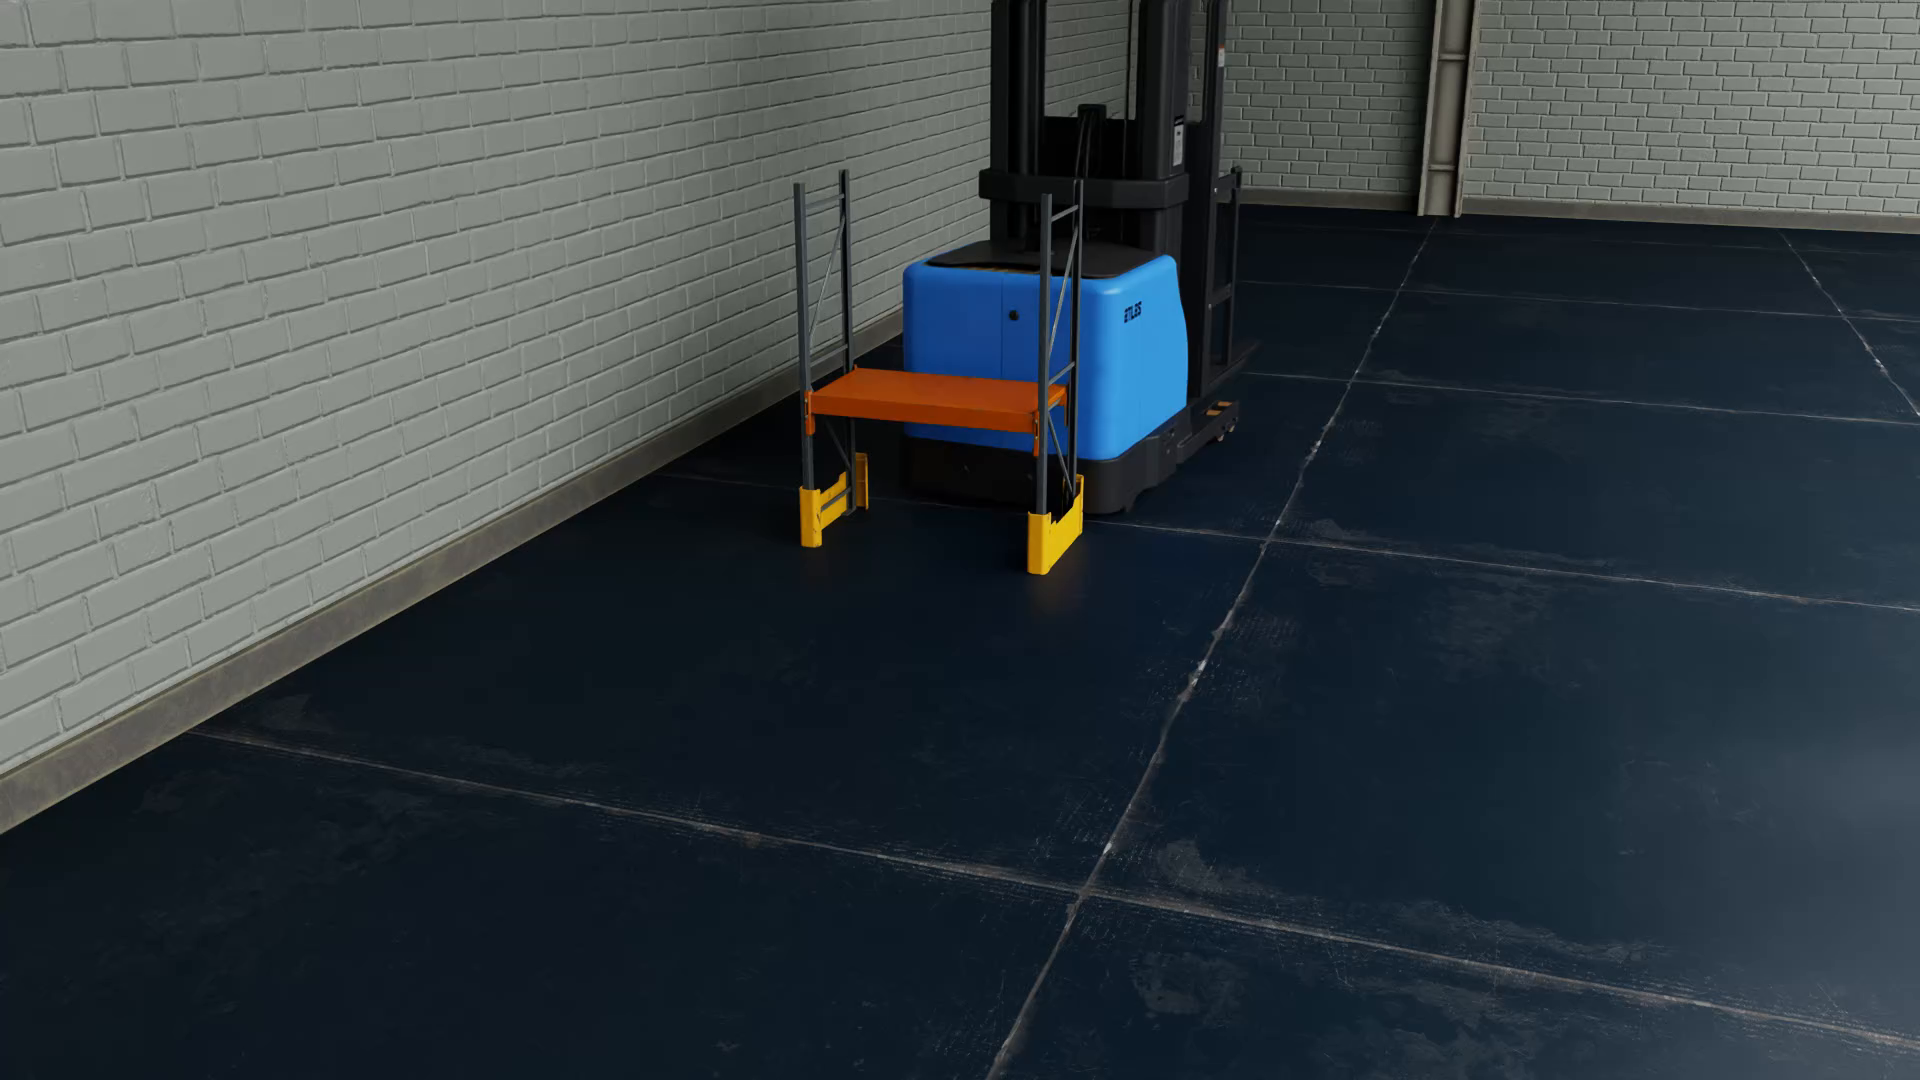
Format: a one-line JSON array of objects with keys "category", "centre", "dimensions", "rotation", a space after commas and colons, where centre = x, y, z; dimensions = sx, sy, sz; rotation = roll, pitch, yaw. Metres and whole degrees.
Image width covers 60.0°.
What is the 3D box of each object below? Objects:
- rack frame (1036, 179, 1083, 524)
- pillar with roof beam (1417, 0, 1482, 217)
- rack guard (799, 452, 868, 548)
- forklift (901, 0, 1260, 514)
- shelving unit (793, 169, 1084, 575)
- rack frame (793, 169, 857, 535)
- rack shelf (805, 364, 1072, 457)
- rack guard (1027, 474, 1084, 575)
[{"category": "rack frame", "centre": [0.400, -0.663, 6.698], "dimensions": [0.032, 1.500, 0.500], "rotation": [7, 20, 18]}, {"category": "pillar with roof beam", "centre": [3.244, -6.077, 10.837], "dimensions": [0.400, 9.000, 9.100], "rotation": [7, 20, 18]}, {"category": "rack guard", "centre": [-0.542, -0.180, 7.213], "dimensions": [0.087, 0.250, 0.587], "rotation": [7, 20, 18]}, {"category": "forklift", "centre": [0.813, -1.939, 8.186], "dimensions": [1.130, 2.935, 3.031], "rotation": [9, 21, 23]}, {"category": "shelving unit", "centre": [-0.072, -0.716, 6.853], "dimensions": [1.083, 1.500, 0.587], "rotation": [7, 20, 18]}, {"category": "rack frame", "centre": [-0.561, -0.772, 7.013], "dimensions": [0.032, 1.500, 0.500], "rotation": [7, 20, 18]}, {"category": "rack shelf", "centre": [-0.081, -0.548, 6.915], "dimensions": [1.000, 0.185, 0.538], "rotation": [7, 20, 18]}, {"category": "rack guard", "centre": [0.398, -0.072, 6.904], "dimensions": [0.087, 0.250, 0.587], "rotation": [7, 20, 18]}]
